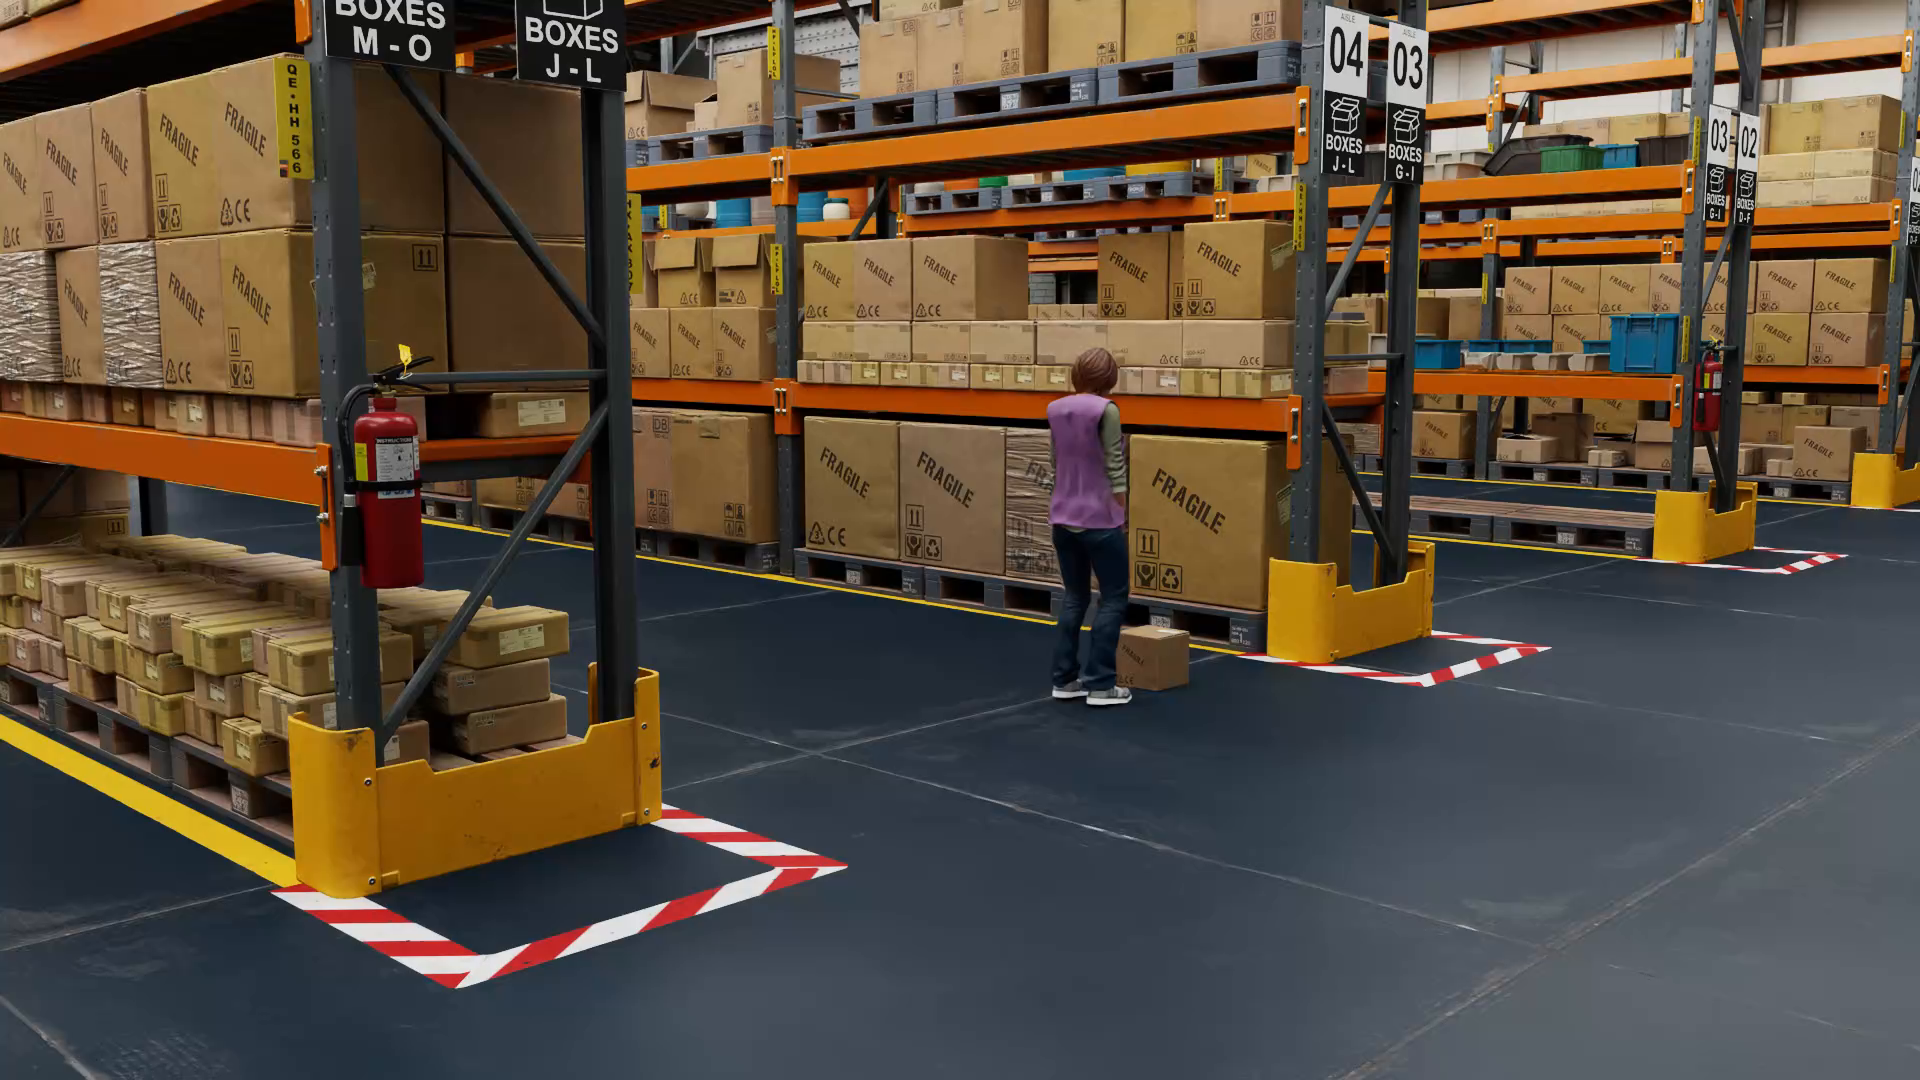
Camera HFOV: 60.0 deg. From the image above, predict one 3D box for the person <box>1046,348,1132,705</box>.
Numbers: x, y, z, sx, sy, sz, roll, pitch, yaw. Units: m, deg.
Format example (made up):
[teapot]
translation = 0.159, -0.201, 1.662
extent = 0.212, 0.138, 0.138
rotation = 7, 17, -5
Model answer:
[person]
translation = 0.559, -0.040, 7.387
extent = 0.341, 1.539, 0.417
rotation = -7, 10, -44
